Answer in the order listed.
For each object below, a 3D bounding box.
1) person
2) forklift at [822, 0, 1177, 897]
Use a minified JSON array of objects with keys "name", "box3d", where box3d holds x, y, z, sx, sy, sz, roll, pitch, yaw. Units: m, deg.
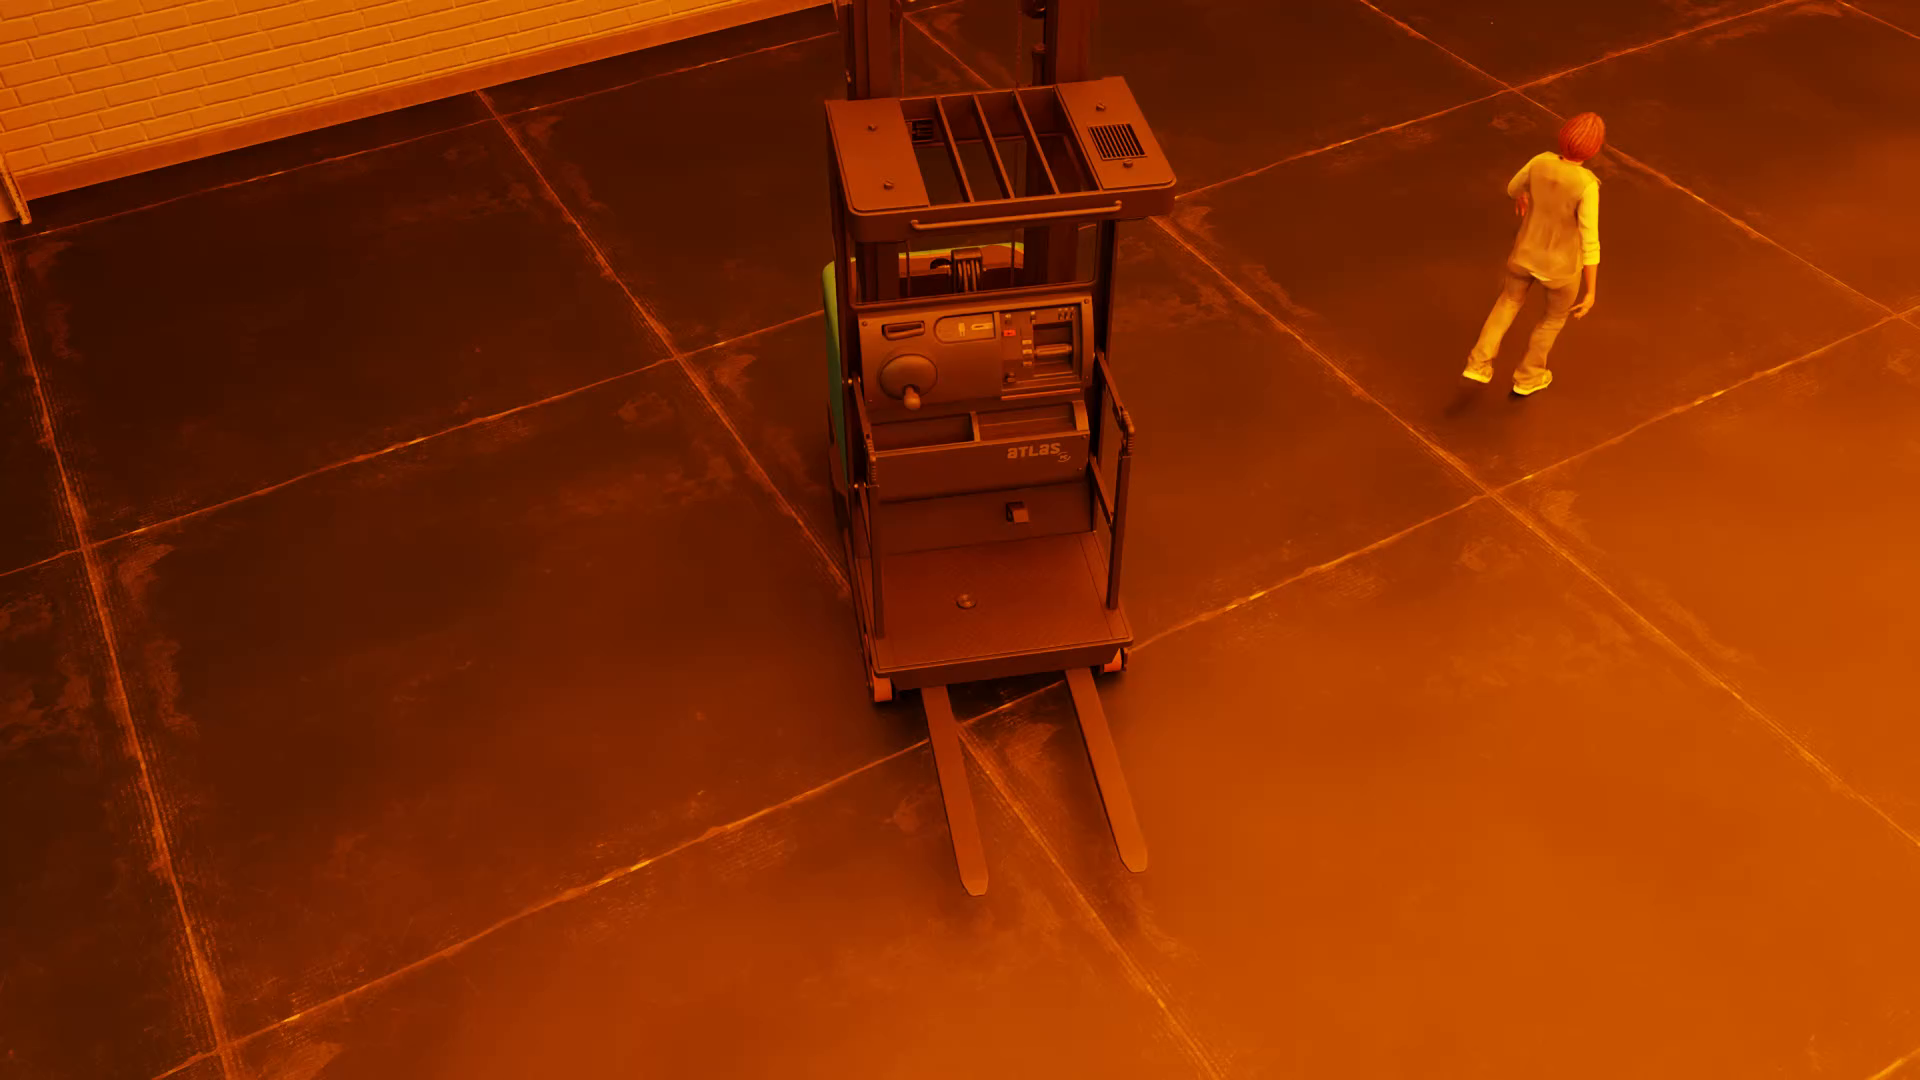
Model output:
[{"name":"person","box3d":[2.870,-1.359,8.164,0.587,1.579,0.687,-32,52,-30]},{"name":"forklift","box3d":[0.107,-0.654,6.403,1.130,2.935,3.031,-7,43,-7]}]
